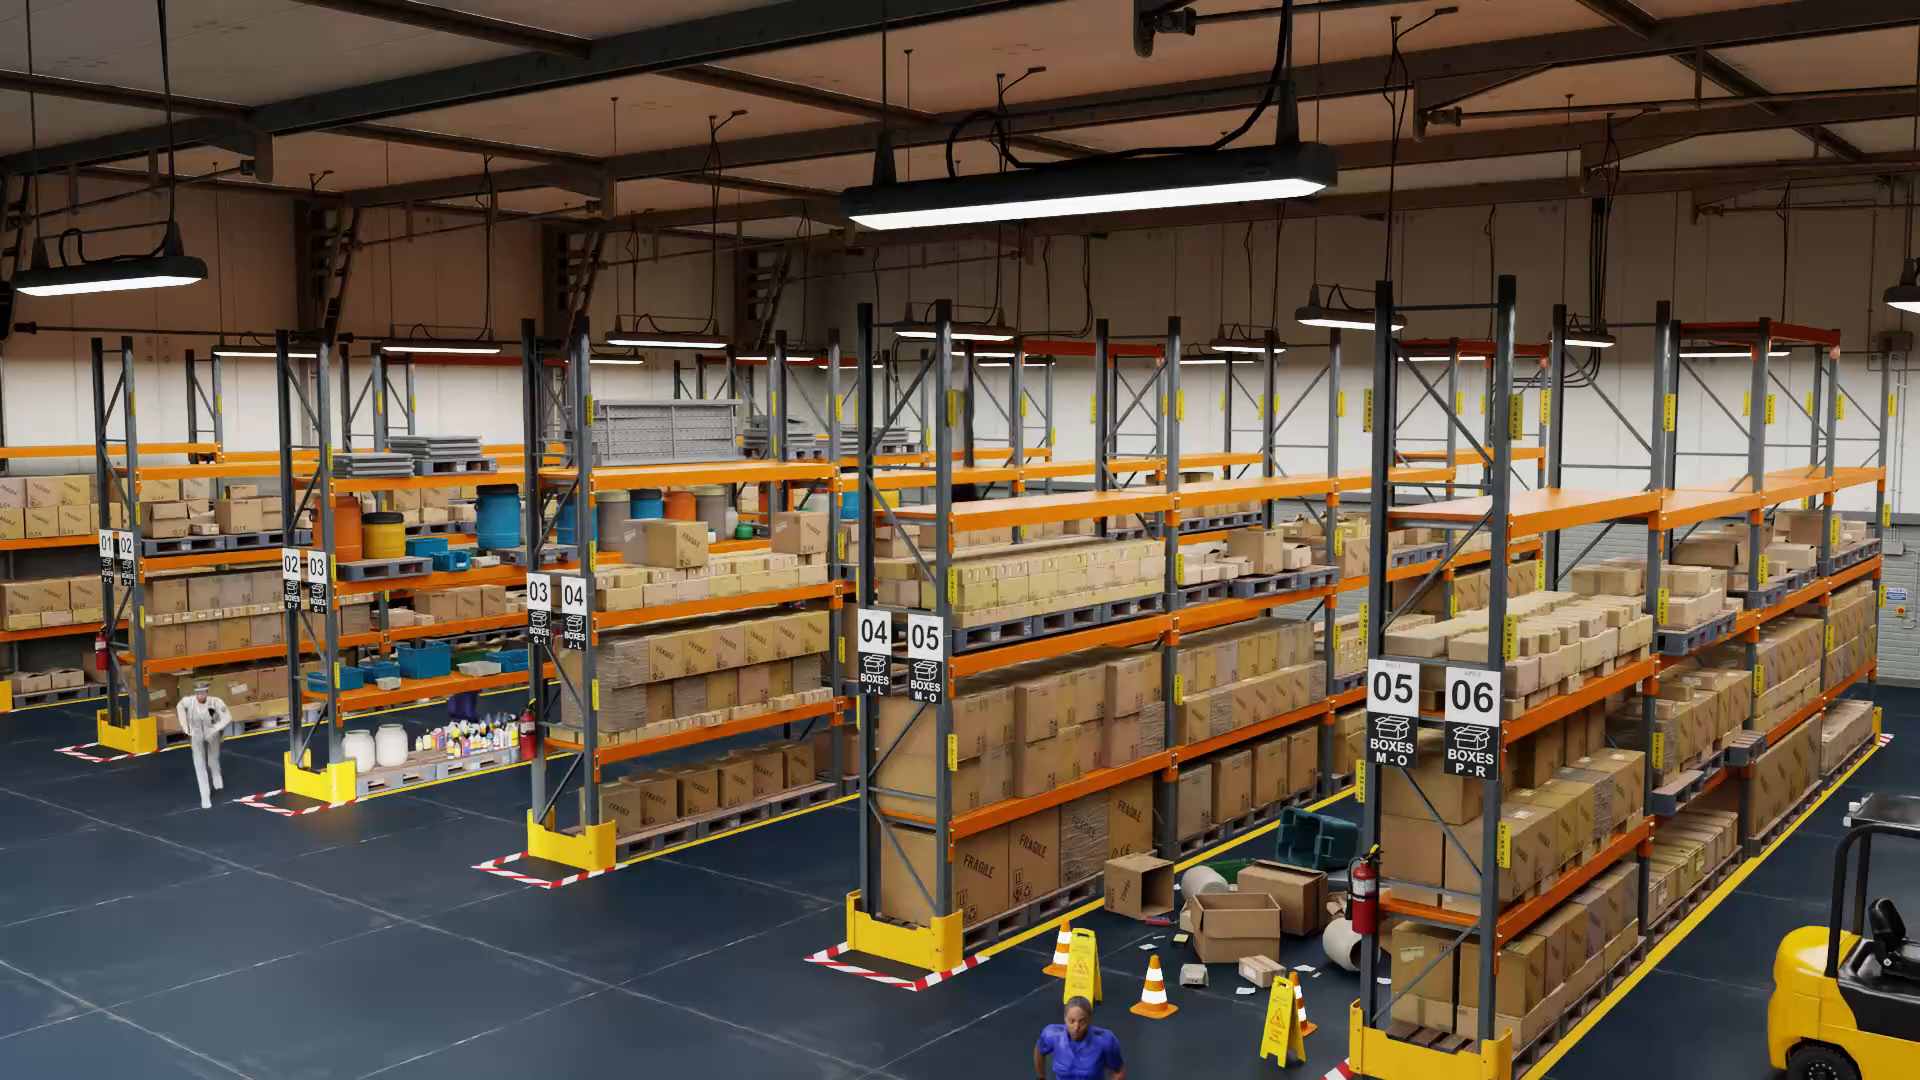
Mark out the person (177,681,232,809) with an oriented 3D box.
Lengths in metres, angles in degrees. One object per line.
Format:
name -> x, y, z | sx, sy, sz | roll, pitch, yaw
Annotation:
person -> -9.606, 2.550, 21.215 | 0.656, 1.628, 0.980 | -1, 5, -13

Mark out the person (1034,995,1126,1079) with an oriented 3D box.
person -> 0.738, 3.509, 10.260 | 0.565, 1.592, 0.712 | 0, 5, 5

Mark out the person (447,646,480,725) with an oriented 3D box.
person -> -7.520, 2.273, 24.888 | 0.632, 1.476, 0.793 | 2, 5, 20
